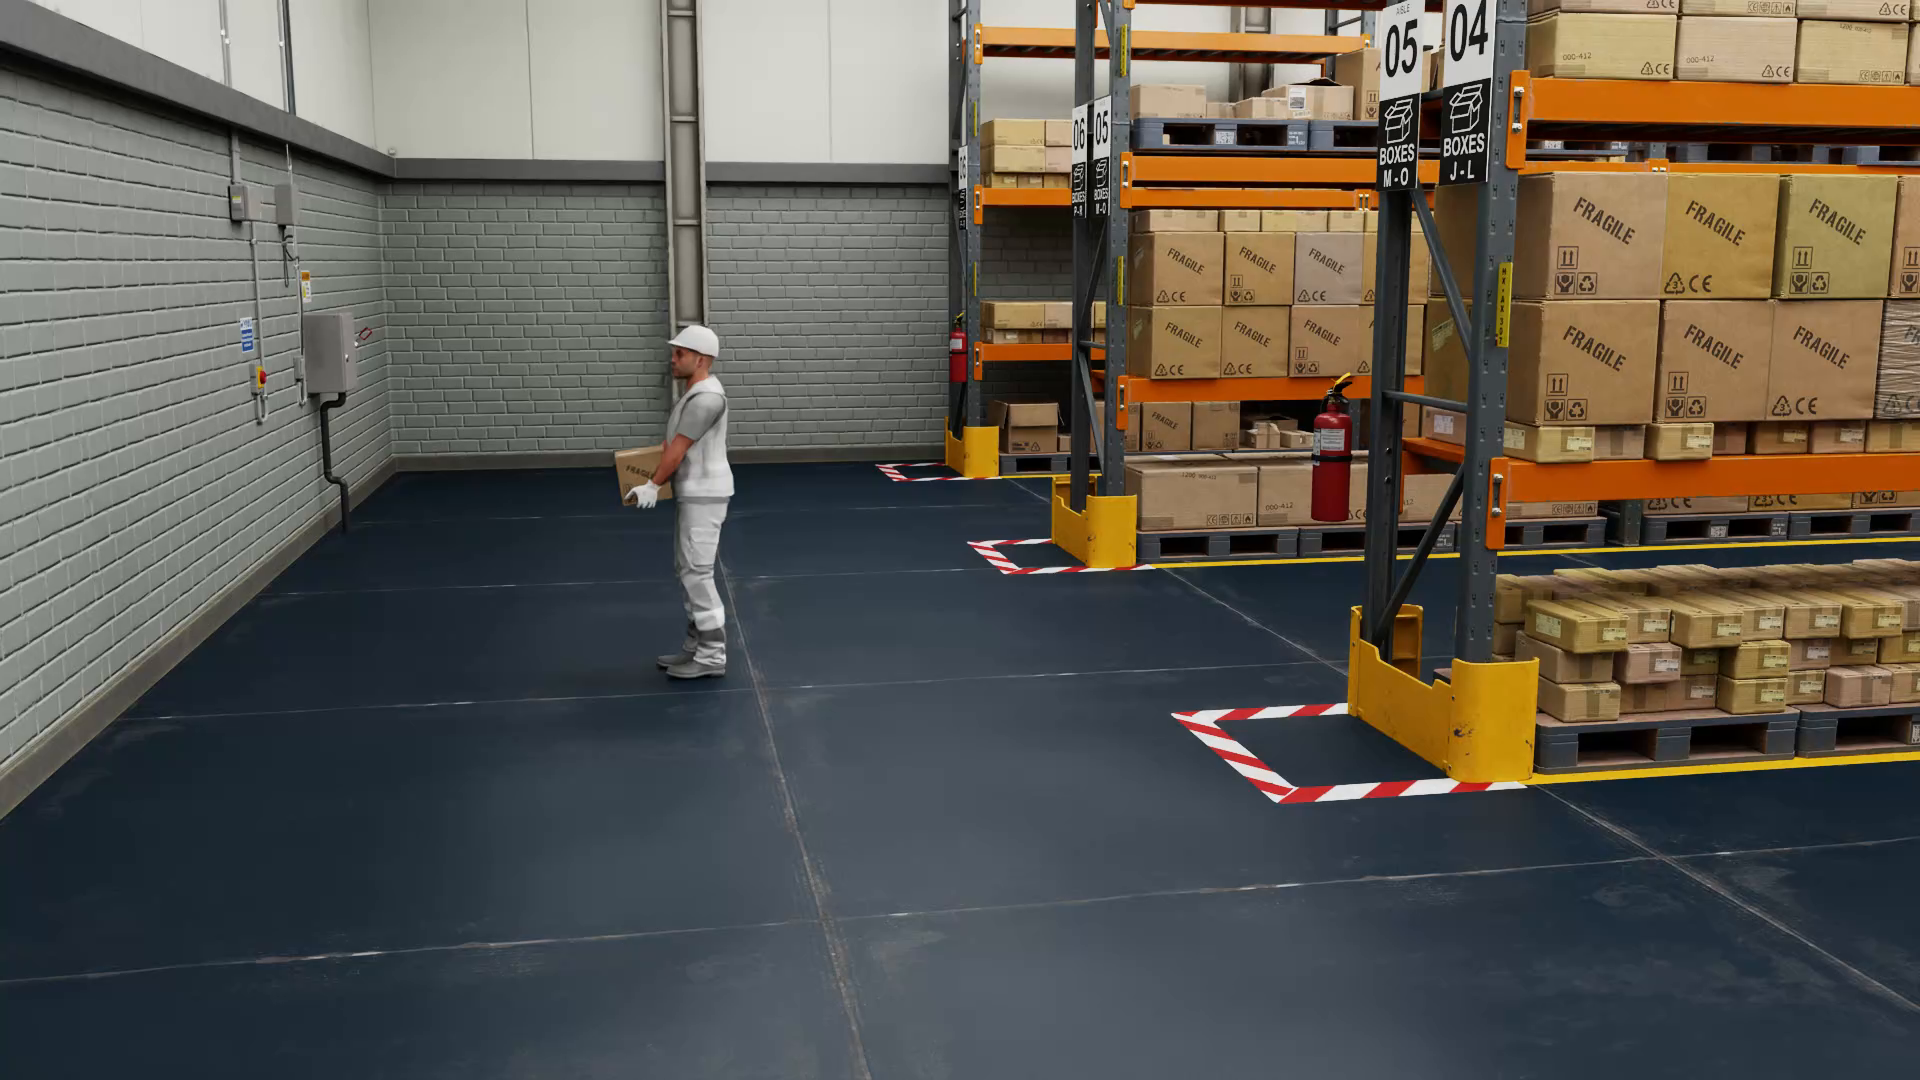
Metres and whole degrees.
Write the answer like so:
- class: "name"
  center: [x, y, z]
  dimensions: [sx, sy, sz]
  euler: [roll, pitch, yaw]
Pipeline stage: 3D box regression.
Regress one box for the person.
- class: "person"
  center: [-1.430, -0.196, 8.483]
  dimensions: [0.553, 1.787, 0.495]
  euler: [-2, 10, -12]
